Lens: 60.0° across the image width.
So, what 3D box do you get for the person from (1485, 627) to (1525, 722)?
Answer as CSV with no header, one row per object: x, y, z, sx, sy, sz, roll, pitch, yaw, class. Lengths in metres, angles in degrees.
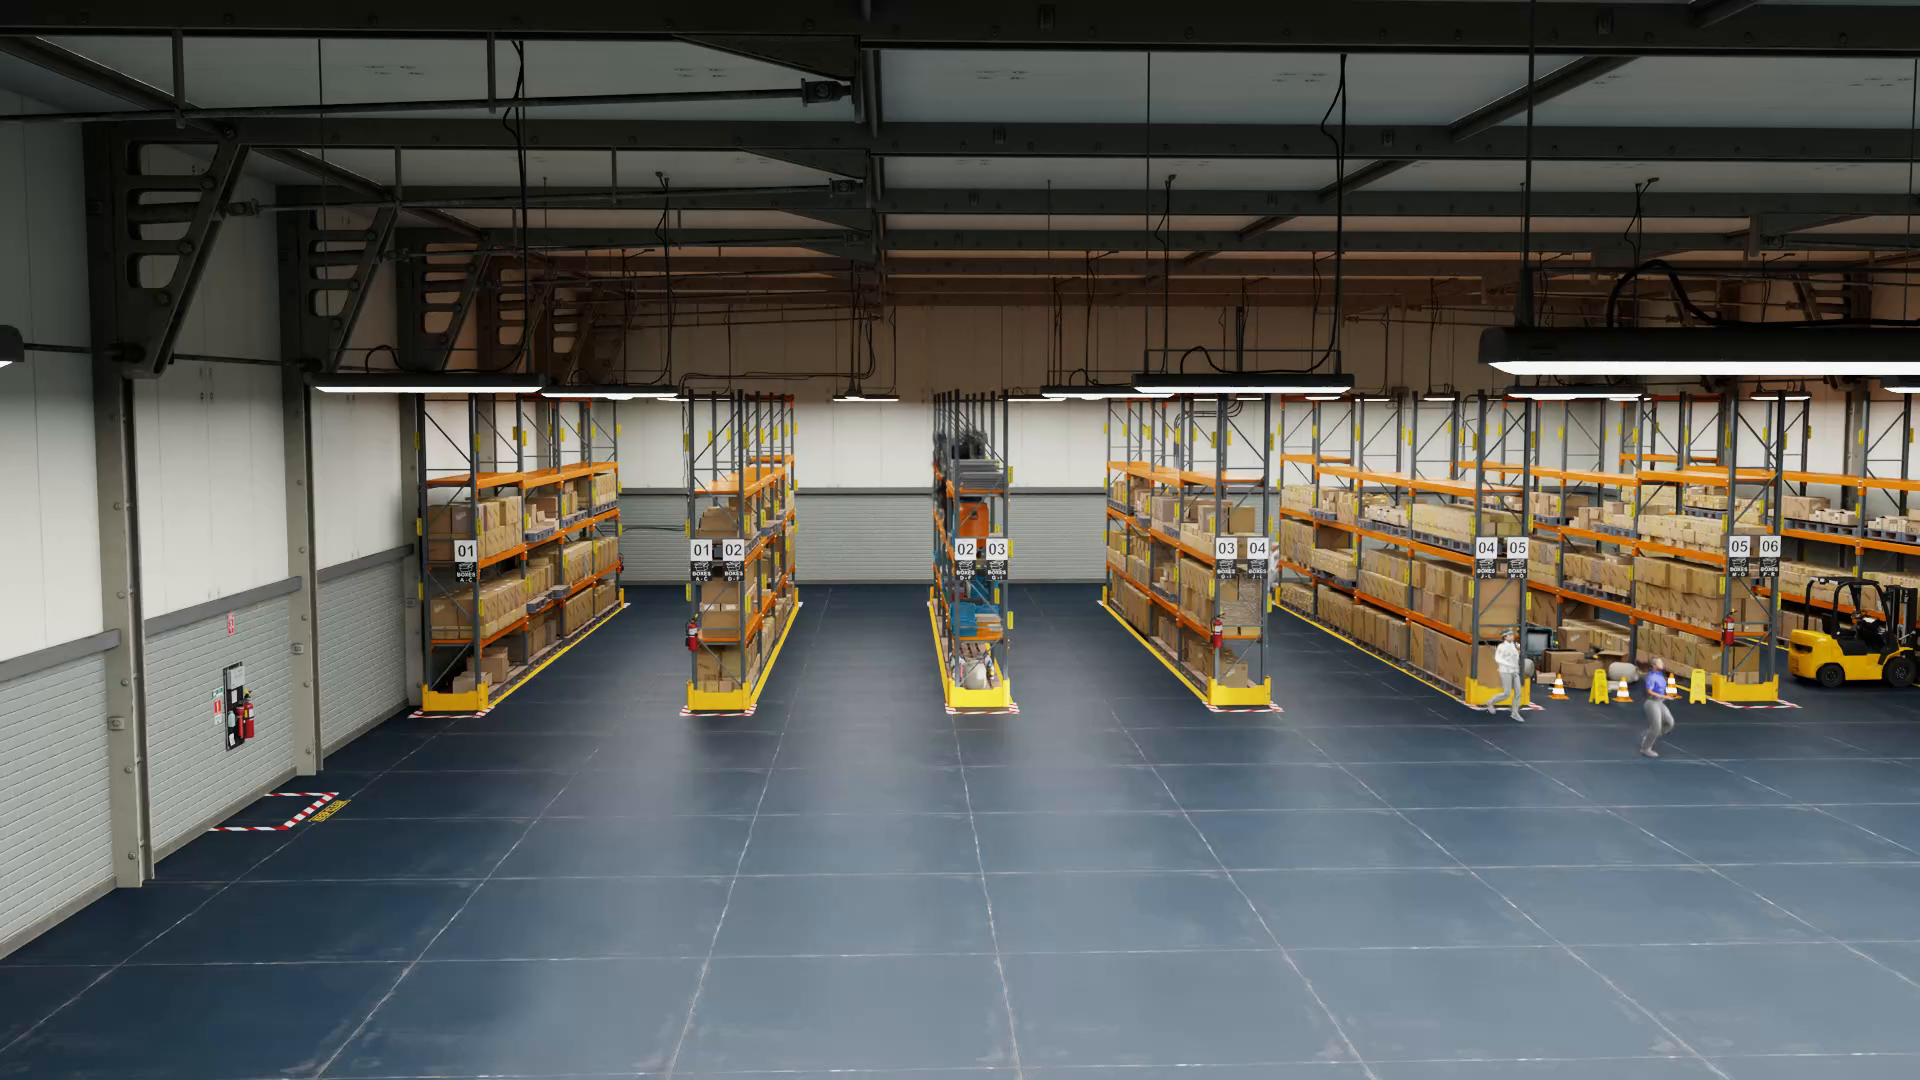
9.933,2.432,30.240,0.628,1.710,0.733,-4,6,-40,person

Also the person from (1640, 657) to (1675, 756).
11.362,2.707,27.056,0.537,1.624,0.624,4,6,40,person

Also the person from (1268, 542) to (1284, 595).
9.225,0.904,48.727,0.630,1.740,0.698,-1,5,-14,person
